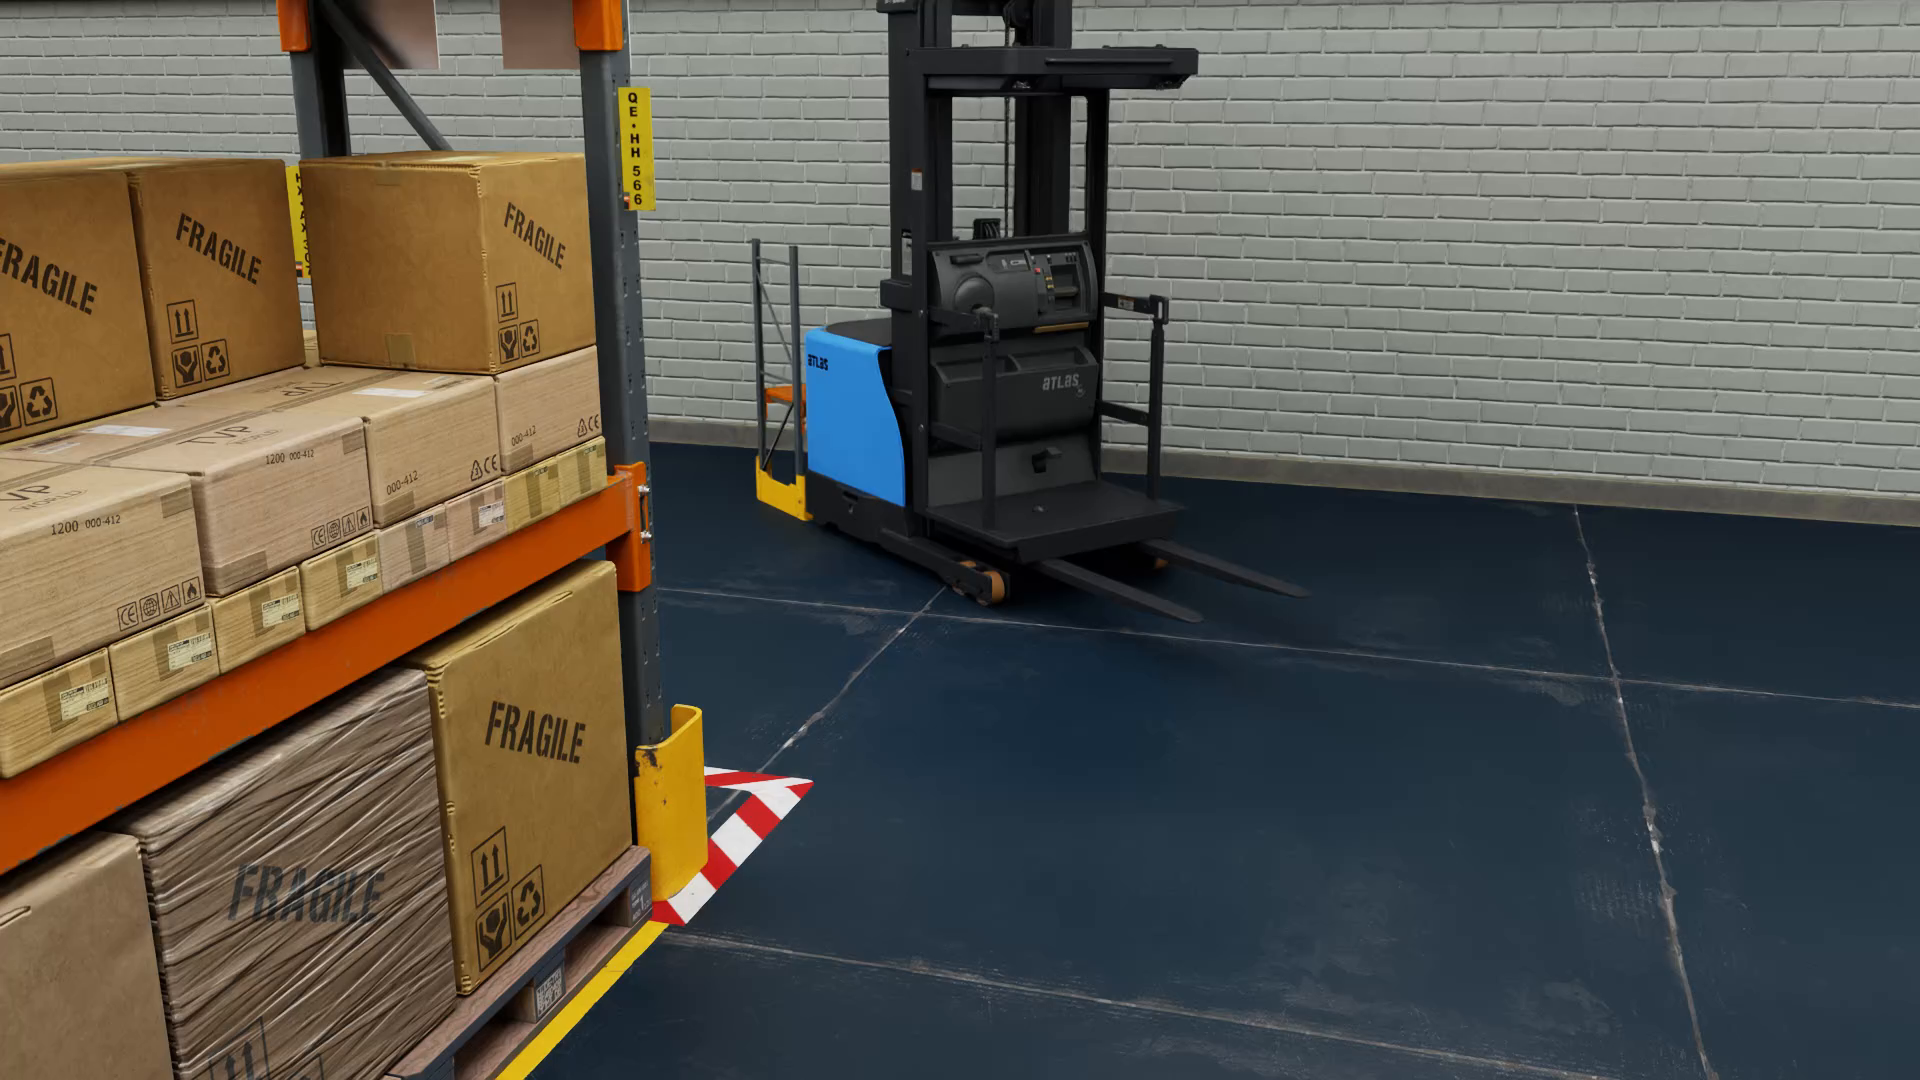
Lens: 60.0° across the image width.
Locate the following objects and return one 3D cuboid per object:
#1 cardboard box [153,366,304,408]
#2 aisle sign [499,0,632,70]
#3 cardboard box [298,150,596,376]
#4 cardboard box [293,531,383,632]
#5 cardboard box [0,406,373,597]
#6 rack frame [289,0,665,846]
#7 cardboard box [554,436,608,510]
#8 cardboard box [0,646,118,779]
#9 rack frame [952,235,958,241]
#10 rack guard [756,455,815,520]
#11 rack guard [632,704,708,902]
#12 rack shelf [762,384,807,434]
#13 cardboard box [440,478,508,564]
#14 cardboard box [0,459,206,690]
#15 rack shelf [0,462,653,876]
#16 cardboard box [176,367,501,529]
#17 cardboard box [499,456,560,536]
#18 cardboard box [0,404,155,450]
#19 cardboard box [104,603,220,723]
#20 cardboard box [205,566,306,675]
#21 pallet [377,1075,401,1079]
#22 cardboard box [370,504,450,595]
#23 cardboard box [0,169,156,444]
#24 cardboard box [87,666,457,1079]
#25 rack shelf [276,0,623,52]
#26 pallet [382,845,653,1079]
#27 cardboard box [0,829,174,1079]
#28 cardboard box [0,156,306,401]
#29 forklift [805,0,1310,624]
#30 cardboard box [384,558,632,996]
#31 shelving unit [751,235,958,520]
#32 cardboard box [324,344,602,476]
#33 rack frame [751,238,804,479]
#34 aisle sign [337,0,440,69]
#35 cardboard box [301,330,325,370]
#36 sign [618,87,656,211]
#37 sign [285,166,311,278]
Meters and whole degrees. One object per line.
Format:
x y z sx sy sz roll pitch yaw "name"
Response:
-1.933 -0.265 3.996 0.500 0.250 0.500 4 16 15 "cardboard box"
-1.088 -1.681 4.495 0.394 0.787 0.004 5 16 16 "aisle sign"
-1.282 -0.719 4.222 0.500 0.500 0.500 5 17 17 "cardboard box"
-1.470 0.072 3.539 0.380 0.149 0.250 4 16 15 "cardboard box"
-1.568 -0.093 3.389 0.500 0.250 0.500 4 16 14 "cardboard box"
-1.396 -0.435 4.866 1.000 3.000 0.127 5 16 16 "rack frame"
-1.182 -0.195 4.482 0.380 0.149 0.250 5 17 17 "cardboard box"
-1.688 0.273 2.831 0.380 0.149 0.250 4 16 14 "cardboard box"
-0.157 -1.050 9.783 0.032 1.500 0.500 -10 19 -31 "rack frame"
-0.995 -0.301 9.433 0.087 0.250 0.587 -10 19 -31 "rack guard"
-1.389 0.761 5.229 1.175 0.500 0.348 5 16 16 "rack guard"
-0.584 -0.802 9.567 1.000 0.185 0.538 -10 19 -31 "rack shelf"
-1.327 -0.061 4.009 0.380 0.149 0.250 5 16 16 "cardboard box"
-1.712 0.044 2.907 0.500 0.250 0.500 5 16 16 "cardboard box"
-1.964 0.434 3.119 1.077 0.370 4.000 5 16 16 "rack shelf"
-1.424 -0.226 3.858 0.500 0.250 0.500 4 16 15 "cardboard box"
-1.254 -0.127 4.241 0.380 0.149 0.250 5 17 16 "cardboard box"
-2.079 -0.134 3.533 0.500 0.250 0.500 4 16 14 "cardboard box"
-1.616 0.205 3.072 0.380 0.149 0.250 5 17 17 "cardboard box"
-1.544 0.140 3.300 0.380 0.149 0.250 5 16 16 "cardboard box"
-1.897 1.440 3.366 1.003 0.211 1.213 5 16 16 "pallet"
-1.398 0.004 3.779 0.380 0.149 0.250 5 17 17 "cardboard box"
-2.075 -0.495 3.434 0.500 0.500 0.500 4 16 14 "cardboard box"
-1.760 0.797 3.647 0.875 0.875 0.875 5 16 16 "cardboard box"
-1.964 -1.009 2.710 1.077 0.370 4.000 5 16 16 "rack shelf"
-1.548 1.122 4.487 1.003 0.211 1.213 5 16 16 "pallet"
-2.013 1.030 2.826 0.875 0.875 0.875 5 16 16 "cardboard box"
-1.933 -0.631 3.913 0.500 0.500 0.500 4 16 15 "cardboard box"
0.393 -1.251 7.868 1.130 2.935 3.031 -10 19 -32 "forklift"
-1.501 0.559 4.486 0.875 0.875 0.875 5 16 16 "cardboard box"
-0.577 -0.976 9.523 1.083 1.500 0.587 -10 19 -31 "shelving unit"
-1.279 -0.359 4.326 0.500 0.250 0.500 4 16 15 "cardboard box"
-1.012 -0.900 9.253 0.032 1.500 0.500 -10 19 -31 "rack frame"
-1.663 -1.728 4.660 0.394 0.787 0.004 5 16 16 "aisle sign"
-1.791 -0.401 4.477 0.500 0.250 0.500 4 16 14 "cardboard box"
-0.880 -1.060 4.514 0.100 0.325 0.005 5 16 16 "sign"
-1.926 -0.934 4.894 0.100 0.325 0.005 5 16 16 "sign"
